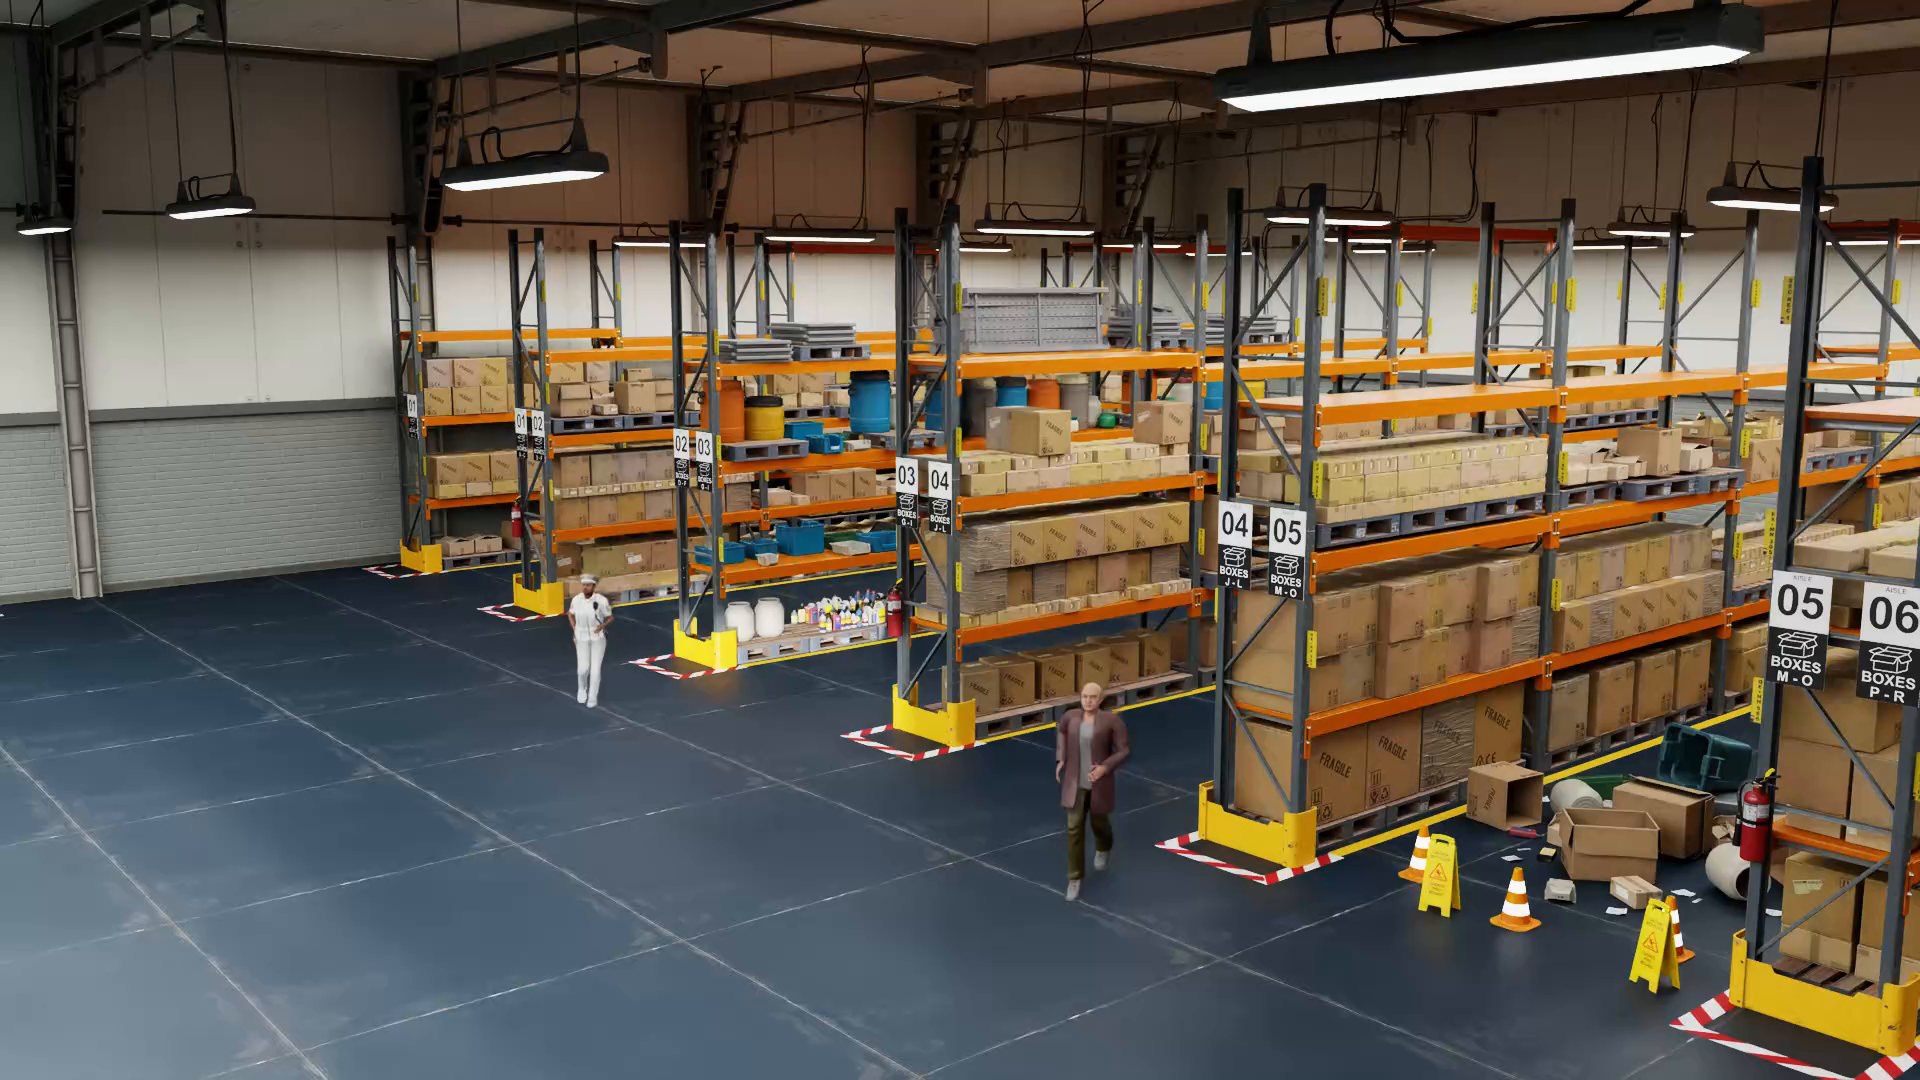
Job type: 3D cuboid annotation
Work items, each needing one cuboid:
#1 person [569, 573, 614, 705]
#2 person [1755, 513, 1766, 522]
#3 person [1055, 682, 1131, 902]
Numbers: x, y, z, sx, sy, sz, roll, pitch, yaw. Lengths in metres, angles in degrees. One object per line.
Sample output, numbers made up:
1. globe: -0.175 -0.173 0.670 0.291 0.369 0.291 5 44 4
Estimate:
1. person: -4.521 1.228 20.350 0.560 1.662 0.576 -1 9 -6
2. person: 12.294 0.433 25.479 0.916 1.704 0.624 -6 11 -34
3. person: 1.128 2.102 14.330 0.711 1.806 0.987 3 9 18
